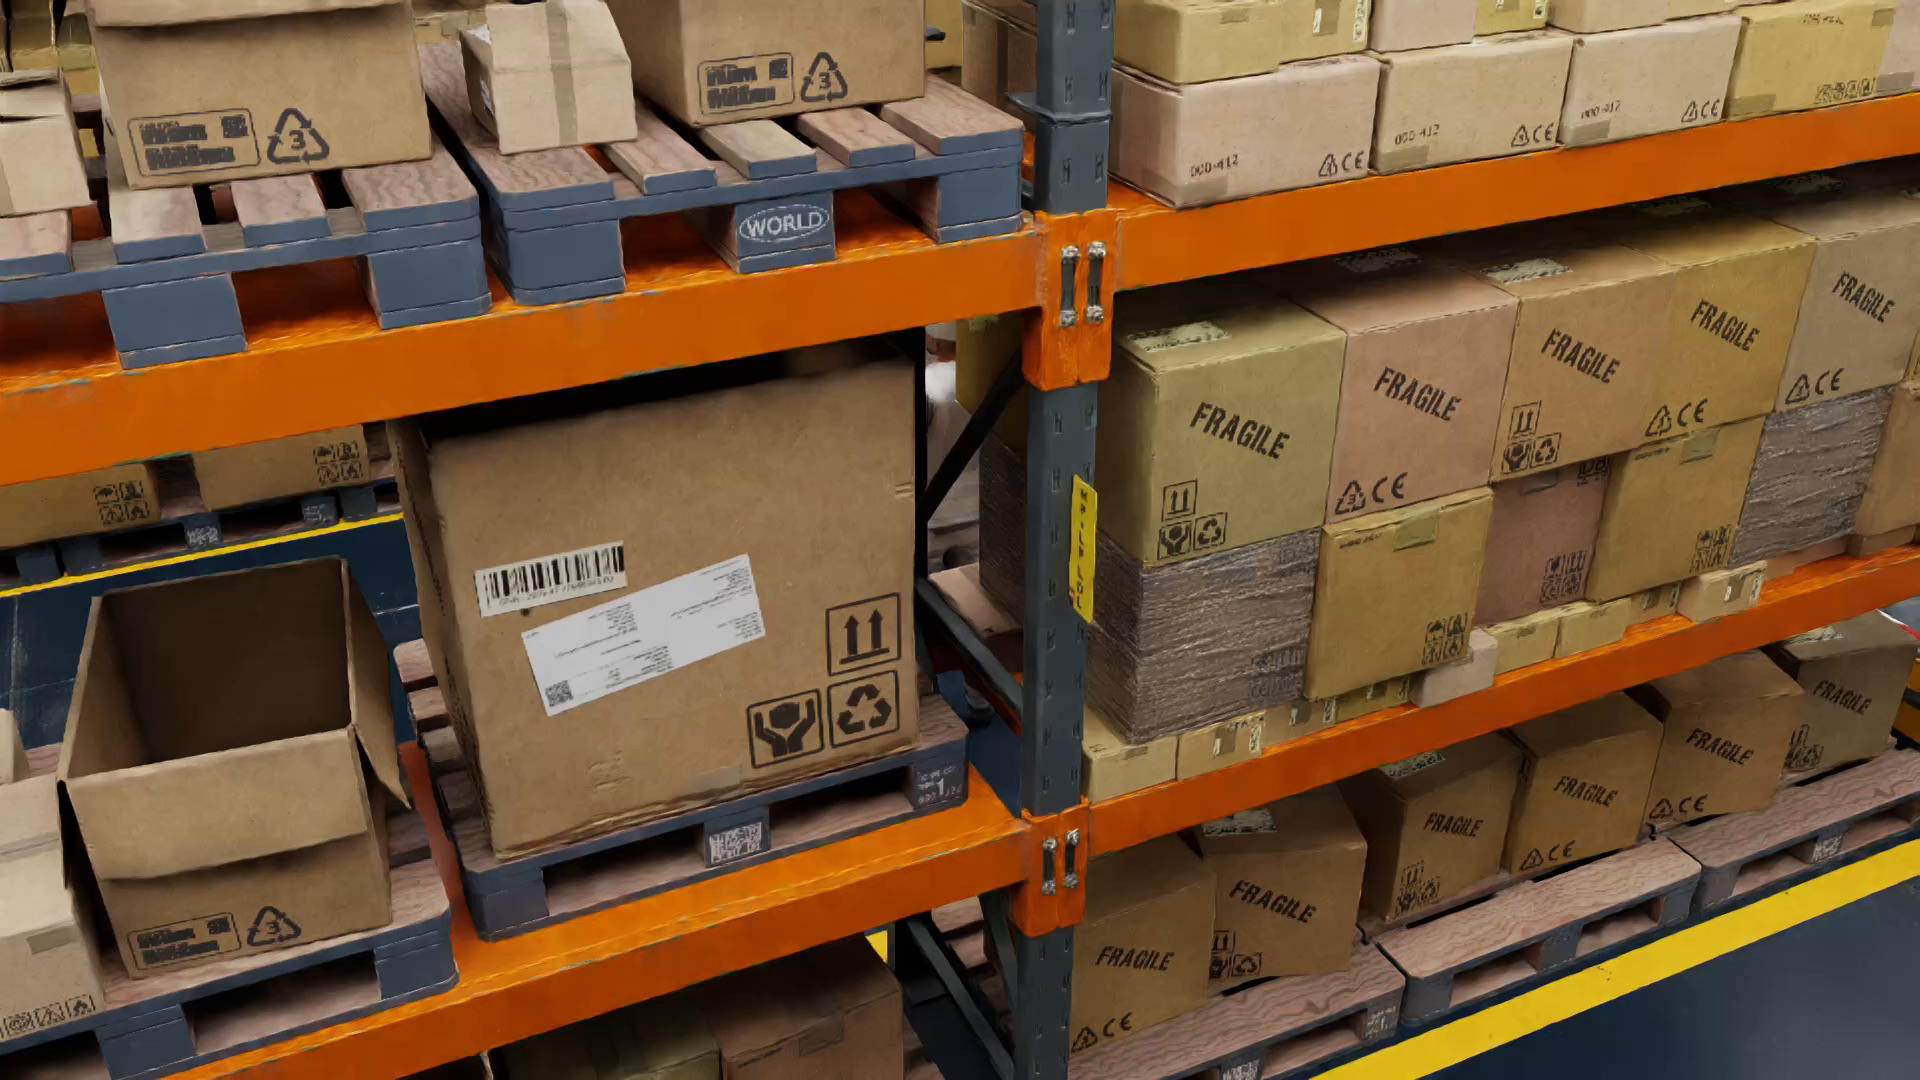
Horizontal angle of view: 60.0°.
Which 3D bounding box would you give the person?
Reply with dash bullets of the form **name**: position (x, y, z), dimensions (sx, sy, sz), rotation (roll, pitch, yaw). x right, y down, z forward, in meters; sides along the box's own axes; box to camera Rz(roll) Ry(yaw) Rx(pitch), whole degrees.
- **person**: position (-0.101, -0.096, 6.203), dimensions (0.668, 1.800, 0.393), rotation (-19, 34, -30)
